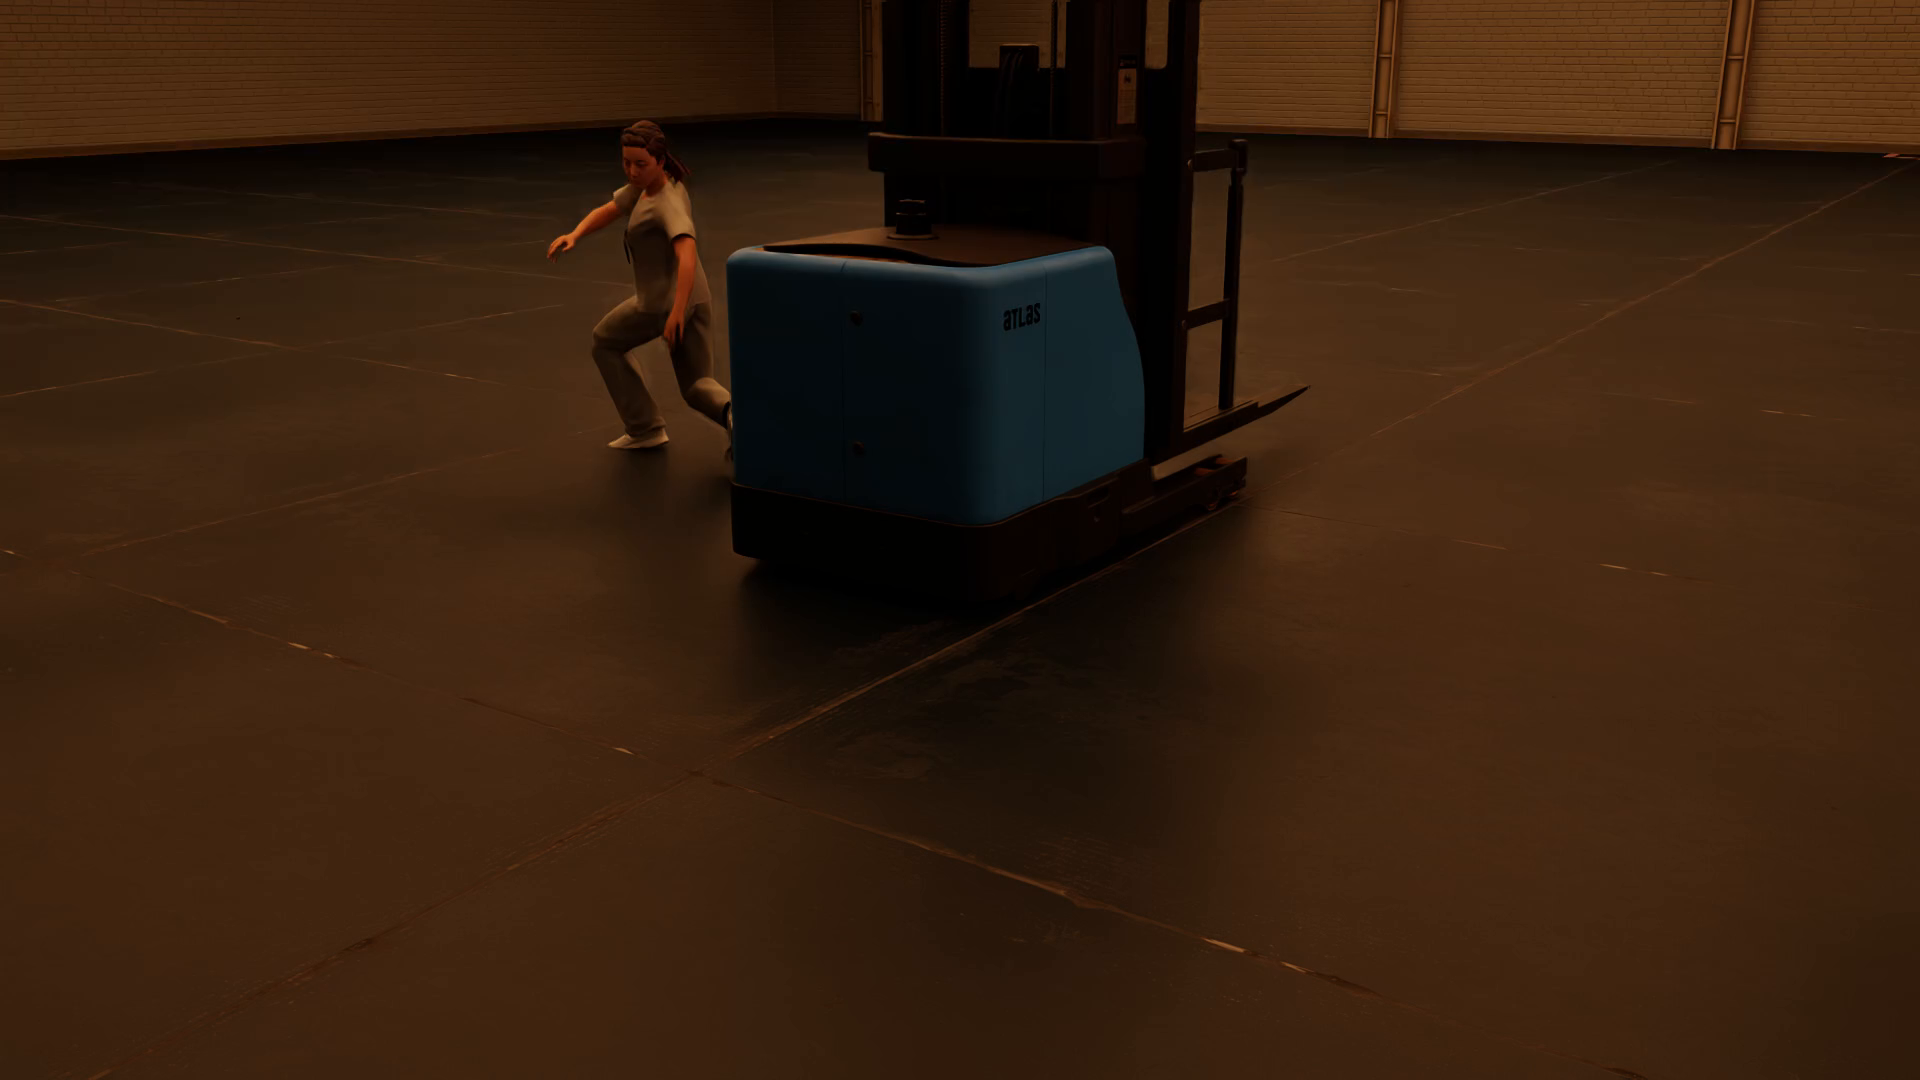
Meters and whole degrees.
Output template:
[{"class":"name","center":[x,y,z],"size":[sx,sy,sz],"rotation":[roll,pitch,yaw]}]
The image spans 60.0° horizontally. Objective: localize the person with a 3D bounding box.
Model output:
[{"class":"person","center":[-1.238,-0.996,6.916],"size":[0.920,1.438,0.608],"rotation":[9,19,27]}]

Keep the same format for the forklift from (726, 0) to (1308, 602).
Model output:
[{"class":"forklift","center":[0.463,-1.580,6.115],"size":[1.130,2.935,3.031],"rotation":[11,20,32]}]
